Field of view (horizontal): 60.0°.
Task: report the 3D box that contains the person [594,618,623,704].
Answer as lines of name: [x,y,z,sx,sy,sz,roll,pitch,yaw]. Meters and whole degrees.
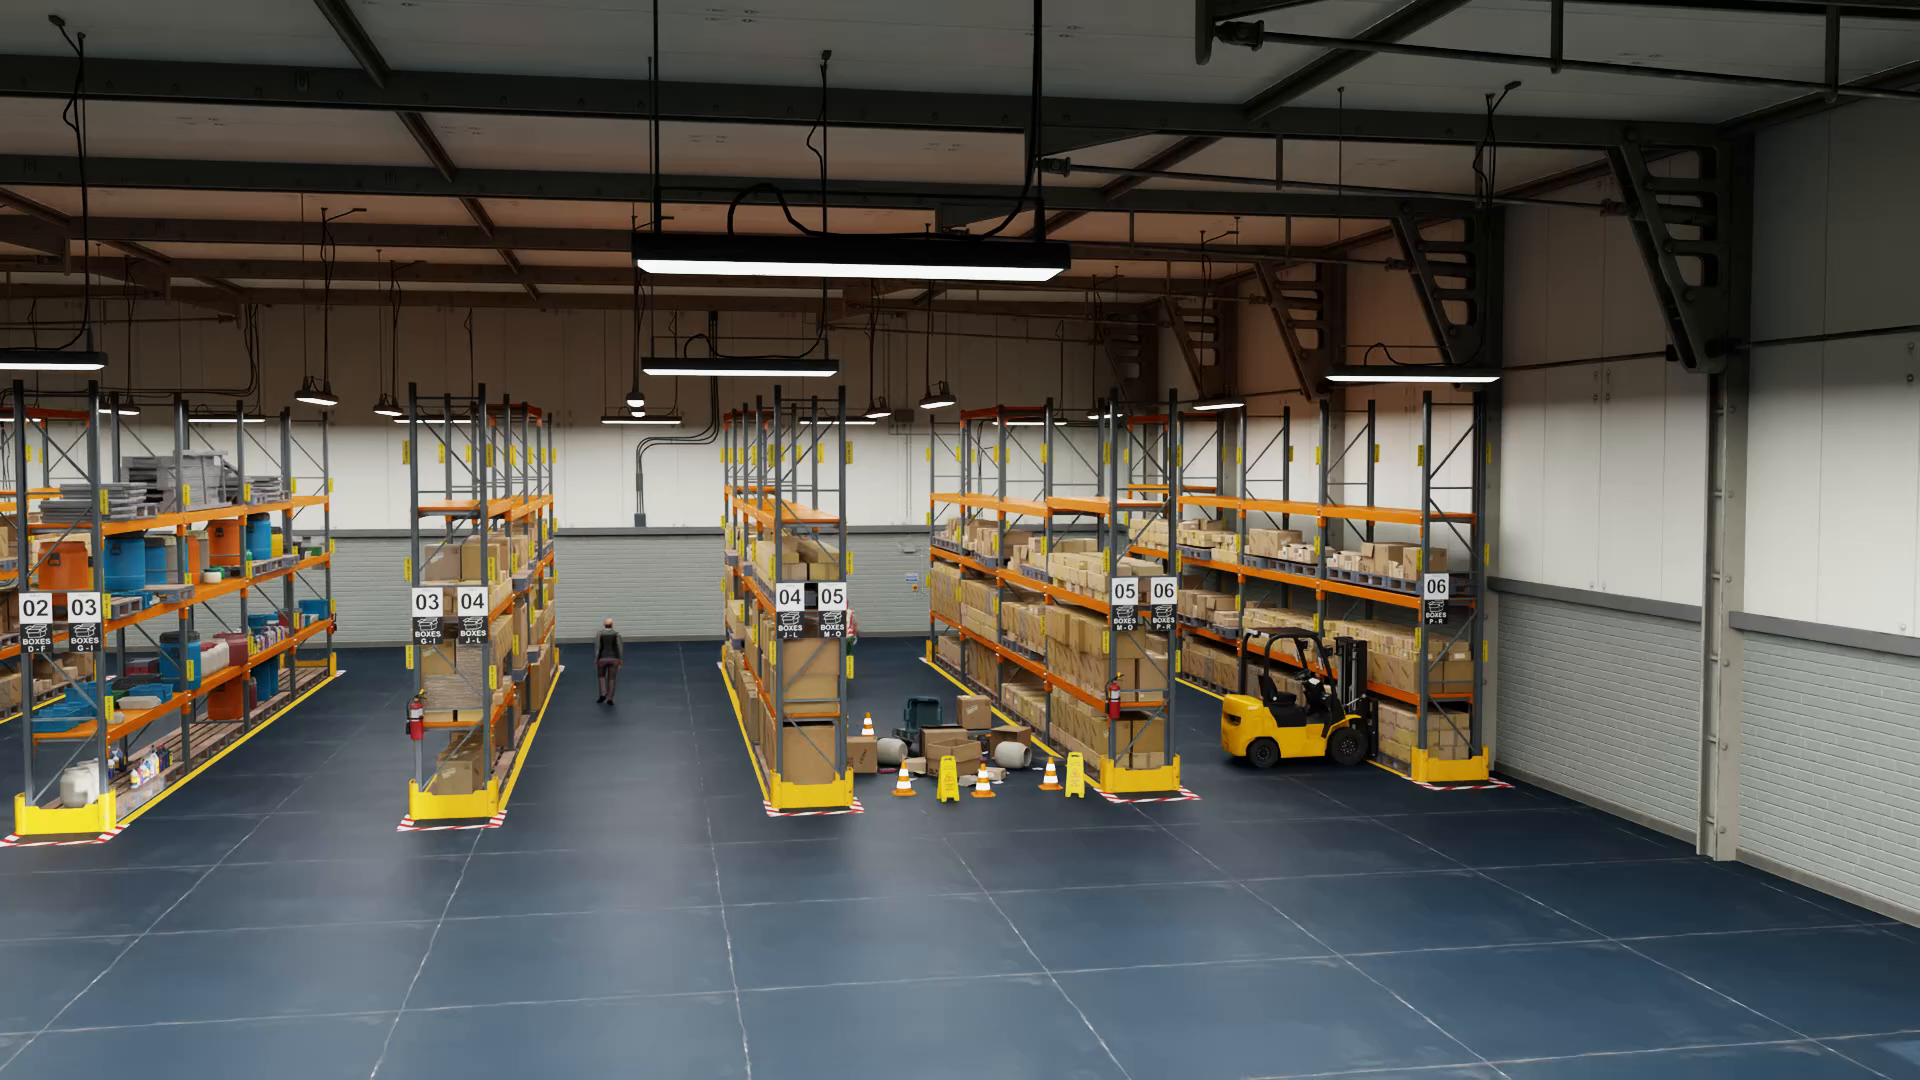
person: [-7.071,2.449,33.488,0.568,1.736,0.519,-1,3,-12]

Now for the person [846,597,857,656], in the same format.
person: [-2.512,2.087,36.020,0.595,1.741,0.608,-1,3,-19]
